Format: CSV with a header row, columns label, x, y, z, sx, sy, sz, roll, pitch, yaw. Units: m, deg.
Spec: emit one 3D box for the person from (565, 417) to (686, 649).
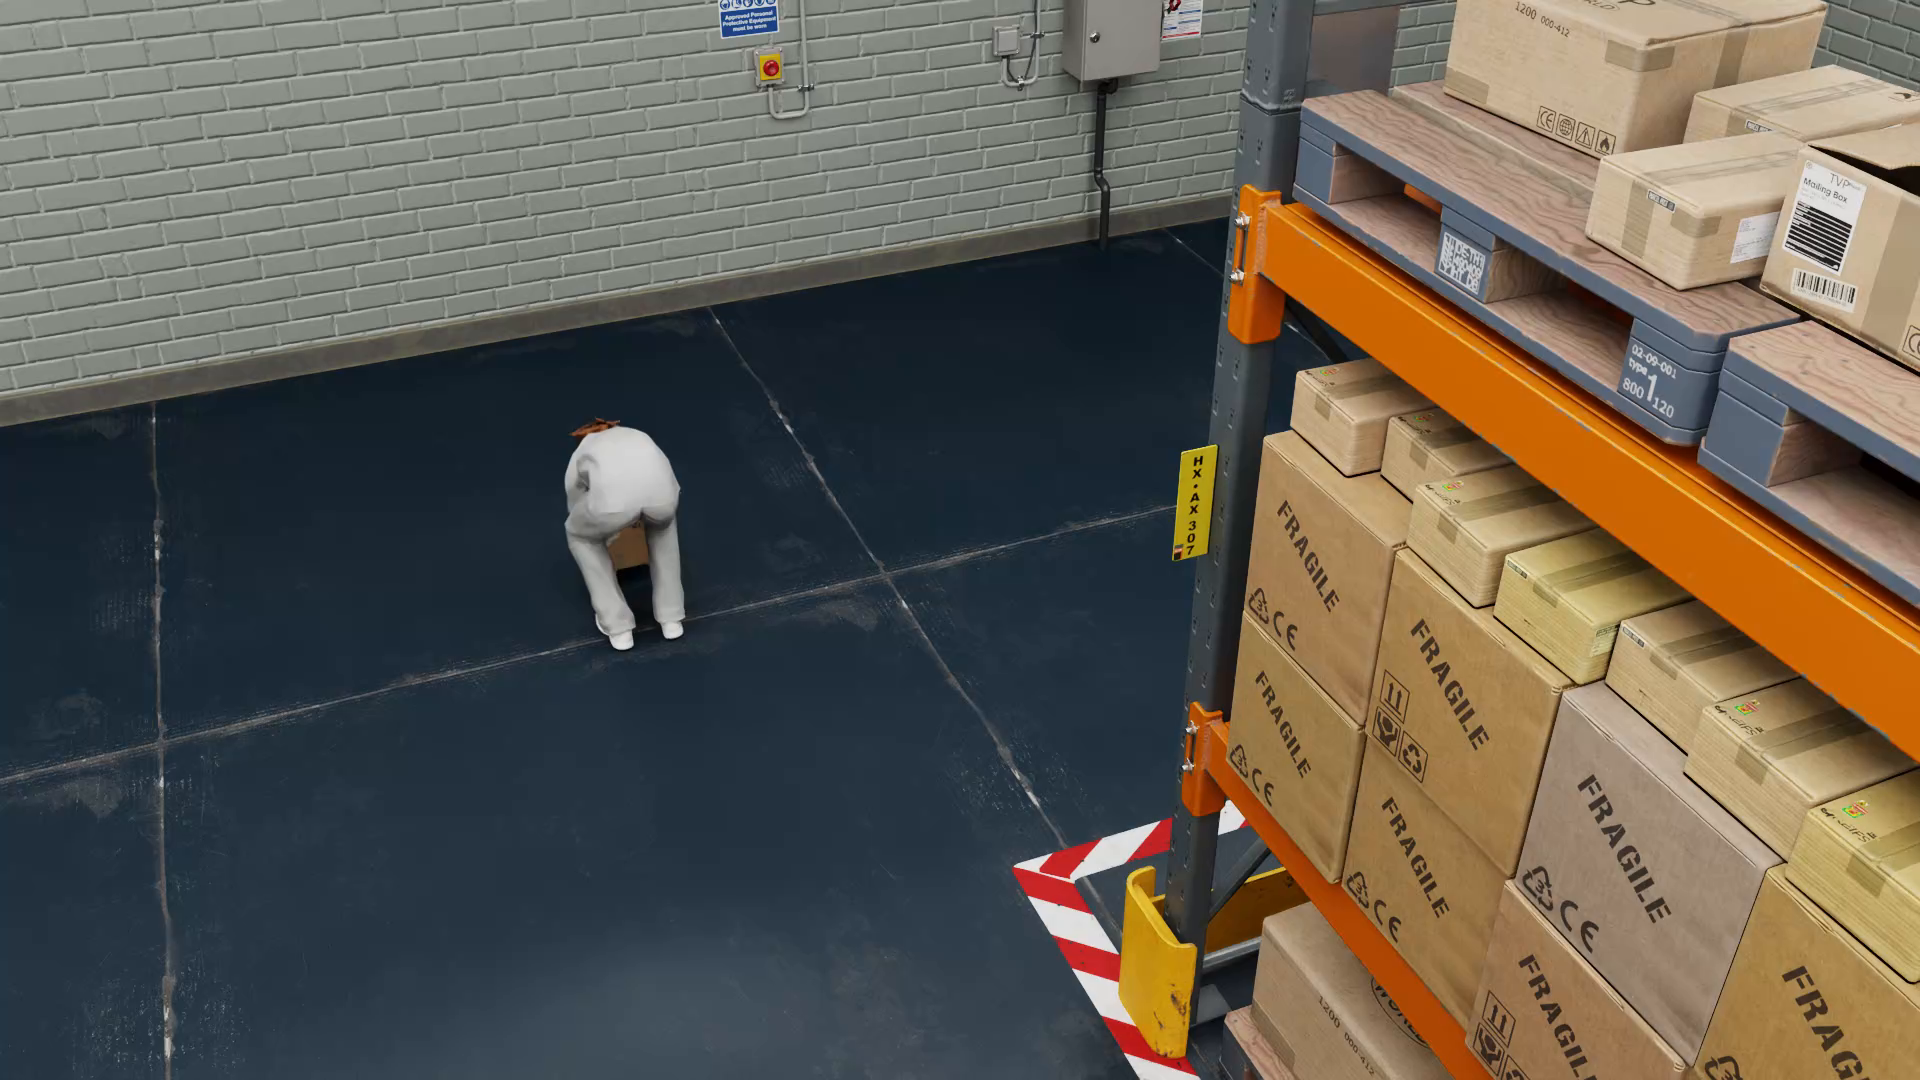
label,x,y,z,sx,sy,sz,roll,pitch,yaw
person,-1.425,-0.094,6.965,0.467,0.921,0.851,-15,36,-21
